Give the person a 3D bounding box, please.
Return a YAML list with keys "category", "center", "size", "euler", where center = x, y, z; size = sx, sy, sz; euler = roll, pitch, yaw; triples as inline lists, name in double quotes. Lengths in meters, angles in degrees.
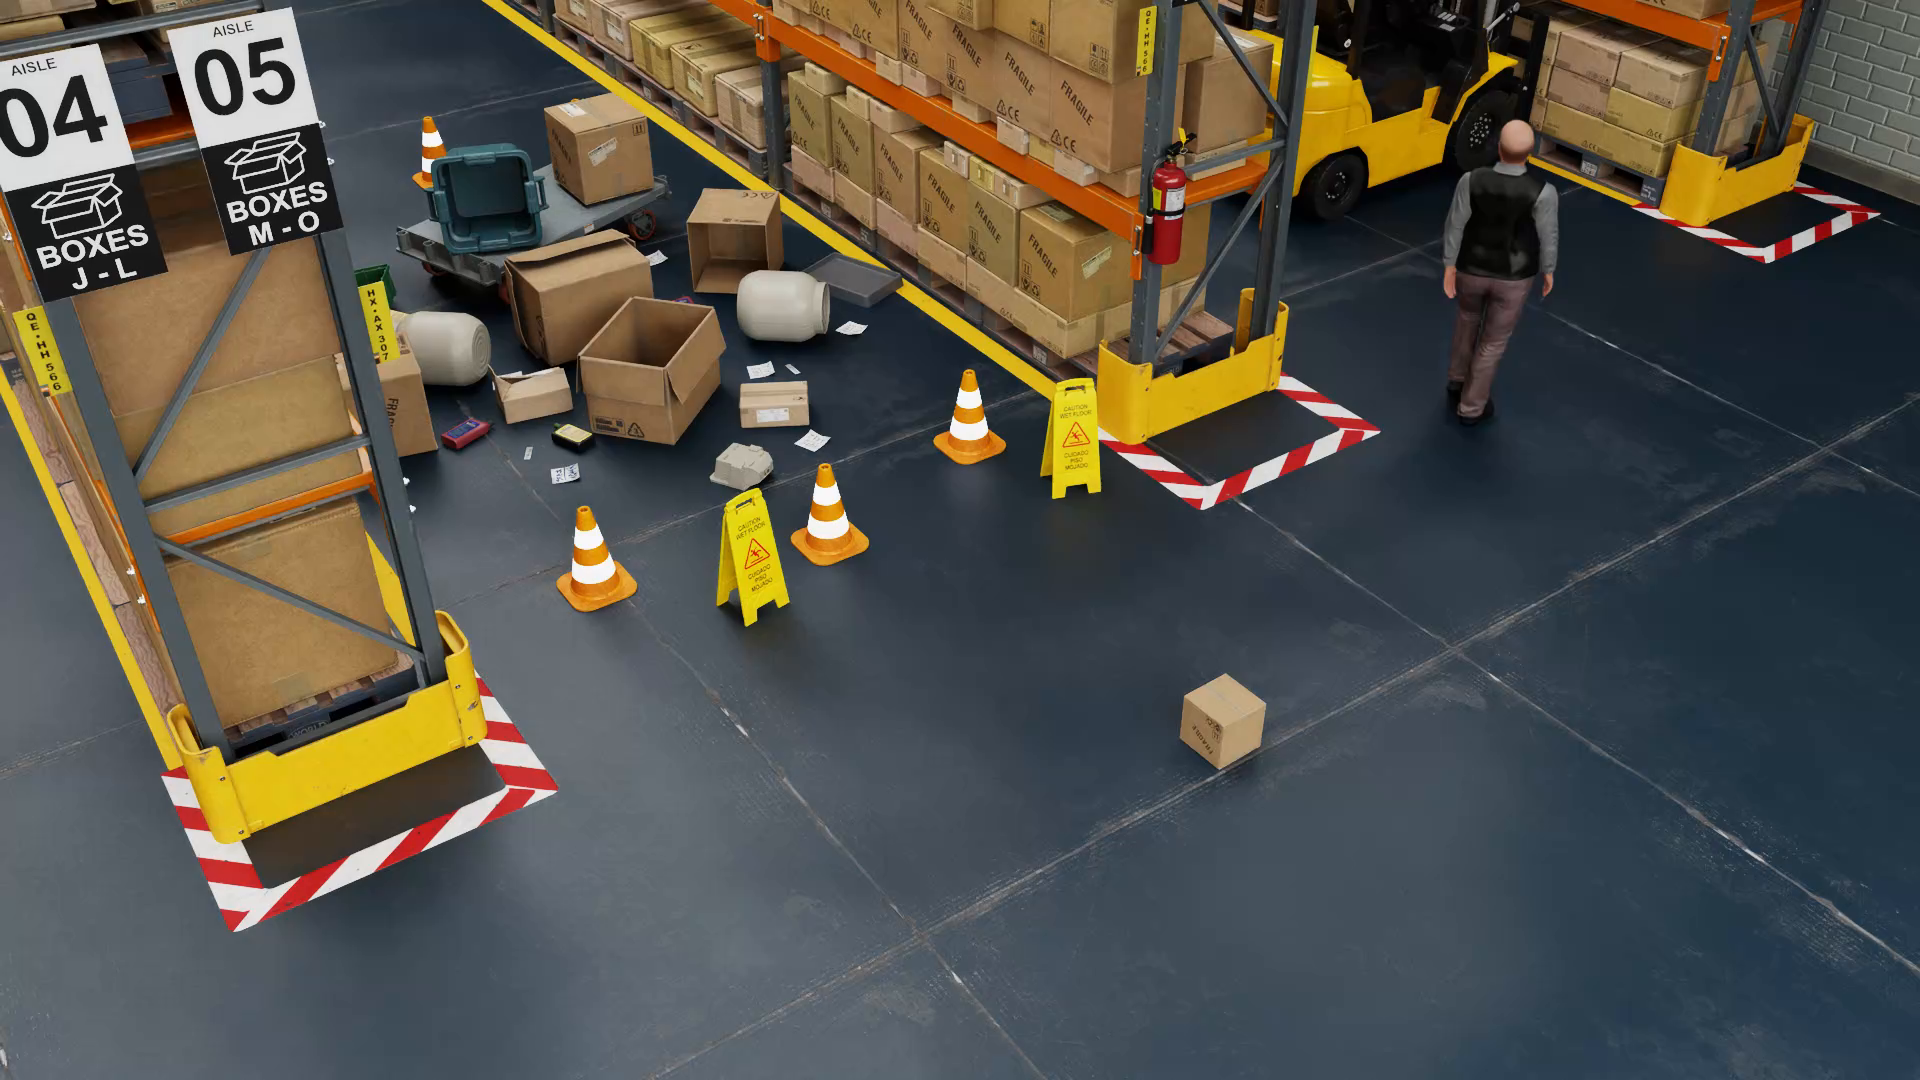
- category: "person"
  center: [2.898, -1.427, 8.993]
  size: [0.573, 1.776, 0.518]
  euler: [21, 41, 26]
